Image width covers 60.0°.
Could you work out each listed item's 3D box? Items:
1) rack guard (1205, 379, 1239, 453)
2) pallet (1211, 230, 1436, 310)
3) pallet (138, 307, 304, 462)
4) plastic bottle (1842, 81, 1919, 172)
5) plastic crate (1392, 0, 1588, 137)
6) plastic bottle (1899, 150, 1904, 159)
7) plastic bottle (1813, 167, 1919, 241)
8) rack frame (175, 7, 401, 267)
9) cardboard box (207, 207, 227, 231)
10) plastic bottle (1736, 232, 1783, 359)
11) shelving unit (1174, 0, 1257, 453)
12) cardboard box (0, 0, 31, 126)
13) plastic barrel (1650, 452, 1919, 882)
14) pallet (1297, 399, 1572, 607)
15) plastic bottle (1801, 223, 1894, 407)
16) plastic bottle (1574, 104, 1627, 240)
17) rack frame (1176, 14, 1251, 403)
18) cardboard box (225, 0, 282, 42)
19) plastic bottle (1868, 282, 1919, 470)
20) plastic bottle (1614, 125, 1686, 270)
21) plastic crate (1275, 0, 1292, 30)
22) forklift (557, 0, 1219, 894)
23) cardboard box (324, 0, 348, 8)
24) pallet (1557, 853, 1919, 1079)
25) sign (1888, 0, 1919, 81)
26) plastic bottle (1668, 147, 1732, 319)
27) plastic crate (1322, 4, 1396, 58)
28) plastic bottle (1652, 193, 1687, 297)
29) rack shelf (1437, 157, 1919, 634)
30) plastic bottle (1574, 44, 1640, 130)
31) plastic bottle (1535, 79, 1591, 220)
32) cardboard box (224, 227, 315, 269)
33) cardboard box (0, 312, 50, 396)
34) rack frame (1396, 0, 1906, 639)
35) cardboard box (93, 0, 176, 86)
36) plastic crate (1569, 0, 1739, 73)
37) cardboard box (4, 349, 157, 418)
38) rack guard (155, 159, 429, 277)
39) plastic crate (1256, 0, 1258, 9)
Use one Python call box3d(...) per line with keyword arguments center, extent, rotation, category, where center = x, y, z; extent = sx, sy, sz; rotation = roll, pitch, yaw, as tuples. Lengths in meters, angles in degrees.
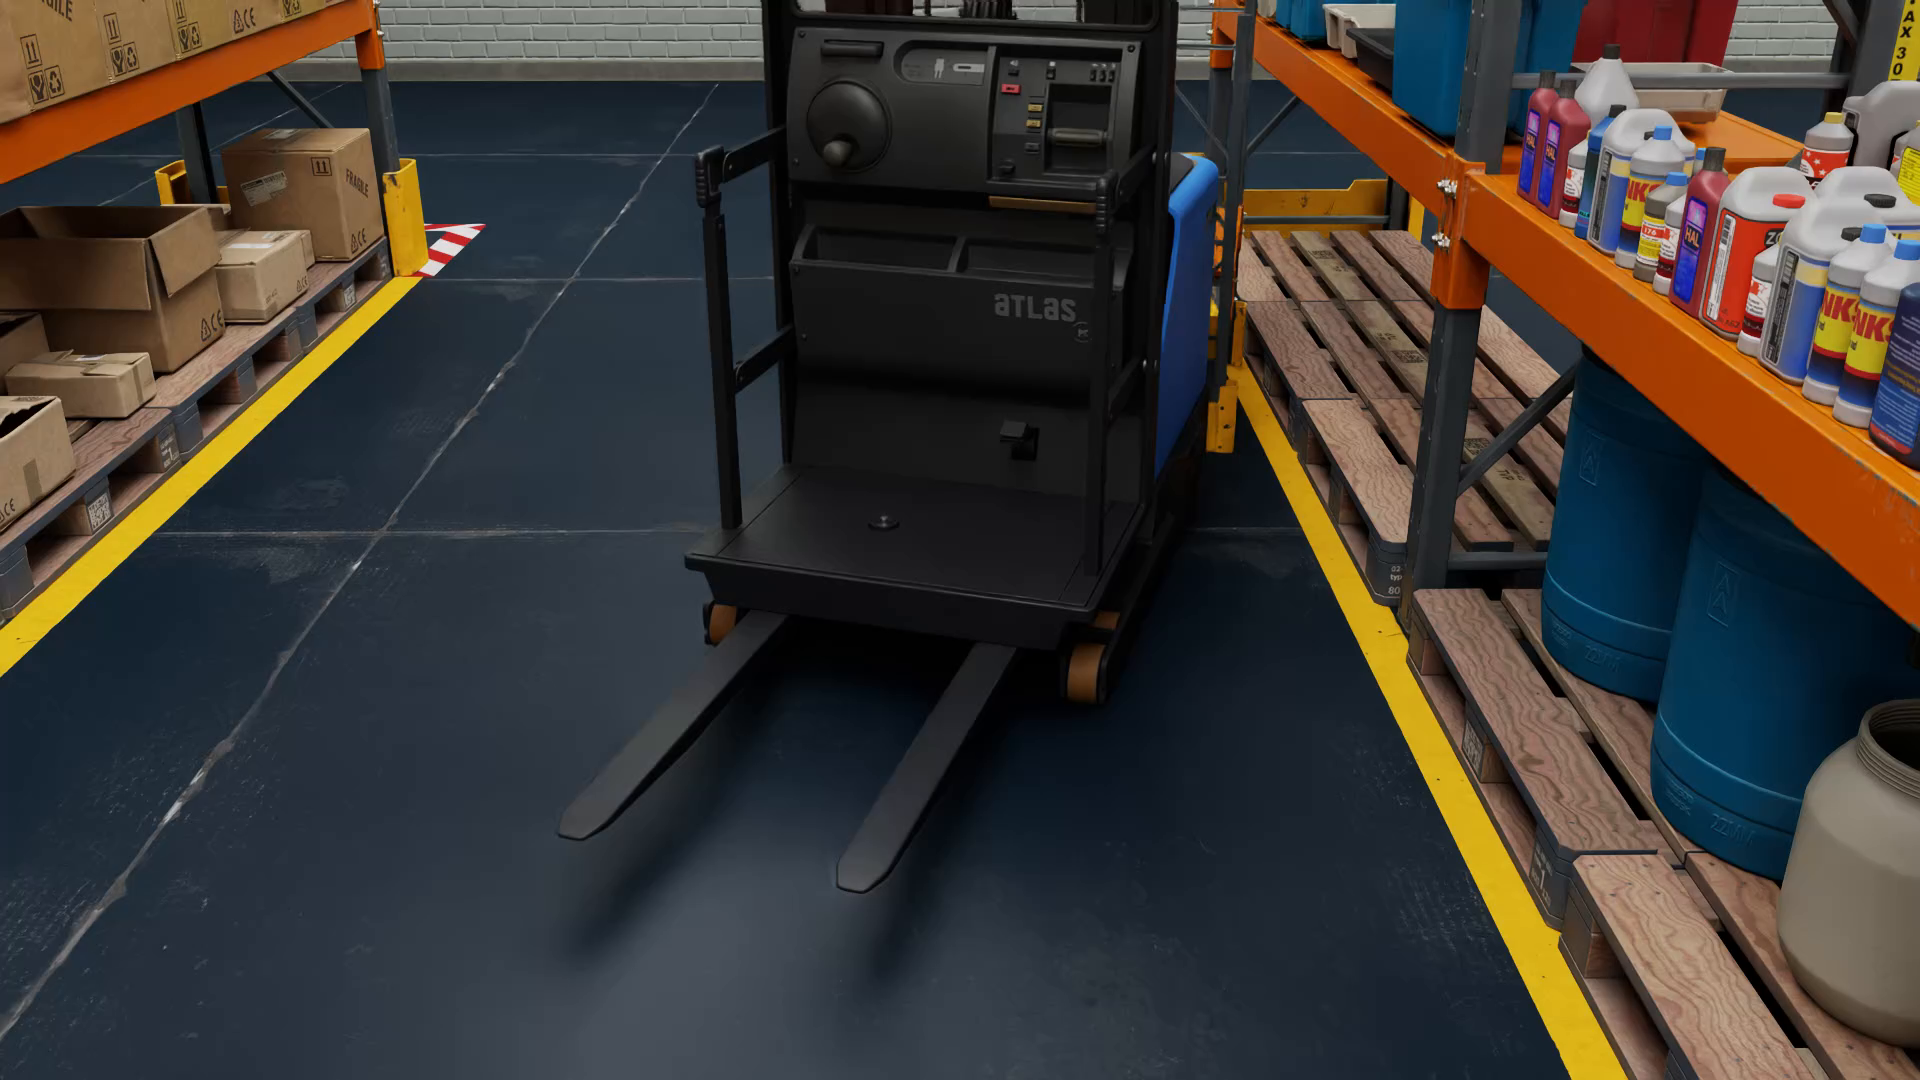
box3d(center=(0.694, -0.461, 5.966), extent=(0.587, 0.250, 0.087), rotation=(4, 25, 10), category="rack guard")
box3d(center=(1.675, -1.157, 7.552), extent=(1.003, 0.211, 1.213), rotation=(0, 24, -1), category="pallet")
box3d(center=(-3.227, -0.615, 6.354), extent=(1.003, 0.211, 1.213), rotation=(0, 24, -1), category="pallet")
box3d(center=(2.076, -0.902, 3.755), extent=(0.152, 0.276, 0.135), rotation=(0, 24, -1), category="plastic bottle")
box3d(center=(1.402, -1.330, 4.498), extent=(0.392, 0.384, 0.575), rotation=(0, 24, -1), category="plastic crate")
box3d(center=(2.045, -0.765, 3.543), extent=(0.097, 0.201, 0.097), rotation=(0, 24, 0), category="plastic bottle")
box3d(center=(1.535, -0.490, 2.843), extent=(0.152, 0.276, 0.135), rotation=(0, 24, -1), category="plastic bottle")
box3d(center=(-3.248, -2.747, 7.684), extent=(1.000, 3.000, 0.127), rotation=(0, 24, -1), category="rack frame")
box3d(center=(-3.520, -1.263, 7.206), extent=(0.500, 0.250, 0.500), rotation=(0, 24, -1), category="cardboard box")
box3d(center=(1.357, -0.407, 2.751), extent=(0.097, 0.201, 0.097), rotation=(0, 24, 0), category="plastic bottle")
box3d(center=(0.784, -1.232, 6.155), extent=(0.587, 1.500, 1.083), rotation=(4, 25, 10), category="shelving unit")
box3d(center=(-2.938, -1.356, 4.486), extent=(0.500, 0.500, 0.500), rotation=(0, 24, 1), category="cardboard box")
box3d(center=(1.745, 0.161, 3.290), extent=(0.600, 0.901, 0.708), rotation=(0, 24, -1), category="plastic barrel")
box3d(center=(1.702, -0.152, 5.329), extent=(1.003, 0.211, 1.213), rotation=(0, 24, -1), category="pallet")
box3d(center=(1.359, -0.343, 2.525), extent=(0.097, 0.271, 0.097), rotation=(0, 24, 0), category="plastic bottle")
box3d(center=(1.348, -0.765, 3.458), extent=(0.097, 0.271, 0.097), rotation=(0, 24, 0), category="plastic bottle")
box3d(center=(0.690, -1.023, 5.691), extent=(0.500, 1.500, 0.032), rotation=(4, 25, 10), category="rack frame")
box3d(center=(-2.962, -2.190, 6.330), extent=(0.500, 0.500, 0.500), rotation=(0, 24, 0), category="cardboard box")
box3d(center=(1.385, -0.281, 2.292), extent=(0.144, 0.351, 0.185), rotation=(0, 24, -1), category="plastic bottle")
box3d(center=(1.351, -0.670, 3.247), extent=(0.097, 0.271, 0.097), rotation=(0, 24, 0), category="plastic bottle")
box3d(center=(1.393, -2.073, 6.324), extent=(0.416, 0.233, 0.300), rotation=(0, 24, -1), category="plastic crate")
box3d(center=(-0.062, -1.090, 4.103), extent=(1.130, 2.935, 3.031), rotation=(7, 25, 15), category="forklift")
box3d(center=(-2.971, -2.609, 7.258), extent=(0.500, 0.500, 0.500), rotation=(0, 24, 1), category="cardboard box")
box3d(center=(1.732, 0.973, 2.842), extent=(1.003, 0.211, 1.213), rotation=(0, 24, -1), category="pallet")
box3d(center=(2.299, -1.247, 4.032), extent=(0.100, 0.325, 0.005), rotation=(0, 24, -1), category="sign")
box3d(center=(1.336, -0.547, 2.962), extent=(0.061, 0.283, 0.133), rotation=(0, 24, -1), category="plastic bottle")
box3d(center=(1.429, -1.743, 5.711), extent=(0.293, 0.136, 0.466), rotation=(0, 24, -1), category="plastic crate")
box3d(center=(1.353, -0.558, 3.084), extent=(0.097, 0.201, 0.097), rotation=(0, 24, 0), category="plastic bottle")
box3d(center=(1.770, 0.032, 2.411), extent=(1.077, 0.370, 4.000), rotation=(0, 24, -1), category="rack shelf")
box3d(center=(1.429, -0.934, 3.735), extent=(0.144, 0.351, 0.185), rotation=(0, 24, -1), category="plastic bottle")
box3d(center=(1.327, -0.858, 3.649), extent=(0.061, 0.283, 0.133), rotation=(0, 24, -1), category="plastic bottle")
box3d(center=(-3.081, -1.266, 7.314), extent=(0.380, 0.166, 0.250), rotation=(0, 24, -1), category="cardboard box")
box3d(center=(-3.503, -0.617, 5.702), extent=(0.500, 0.311, 0.500), rotation=(0, 24, -1), category="cardboard box")
box3d(center=(1.749, -1.119, 4.085), extent=(1.000, 3.000, 0.127), rotation=(0, 24, -1), category="rack frame")
box3d(center=(-2.950, -1.773, 5.408), extent=(0.500, 0.500, 0.500), rotation=(0, 24, -1), category="cardboard box")
box3d(center=(1.990, -1.545, 4.876), extent=(0.402, 0.464, 0.583), rotation=(0, 24, -1), category="plastic crate")
box3d(center=(-3.012, -0.539, 5.705), extent=(0.380, 0.166, 0.250), rotation=(0, 24, -1), category="cardboard box")
box3d(center=(-3.247, -1.577, 8.130), extent=(1.175, 0.500, 0.348), rotation=(0, 24, -1), category="rack guard")
box3d(center=(1.386, -2.344, 6.924), extent=(0.416, 0.233, 0.300), rotation=(0, 24, -1), category="plastic crate")
